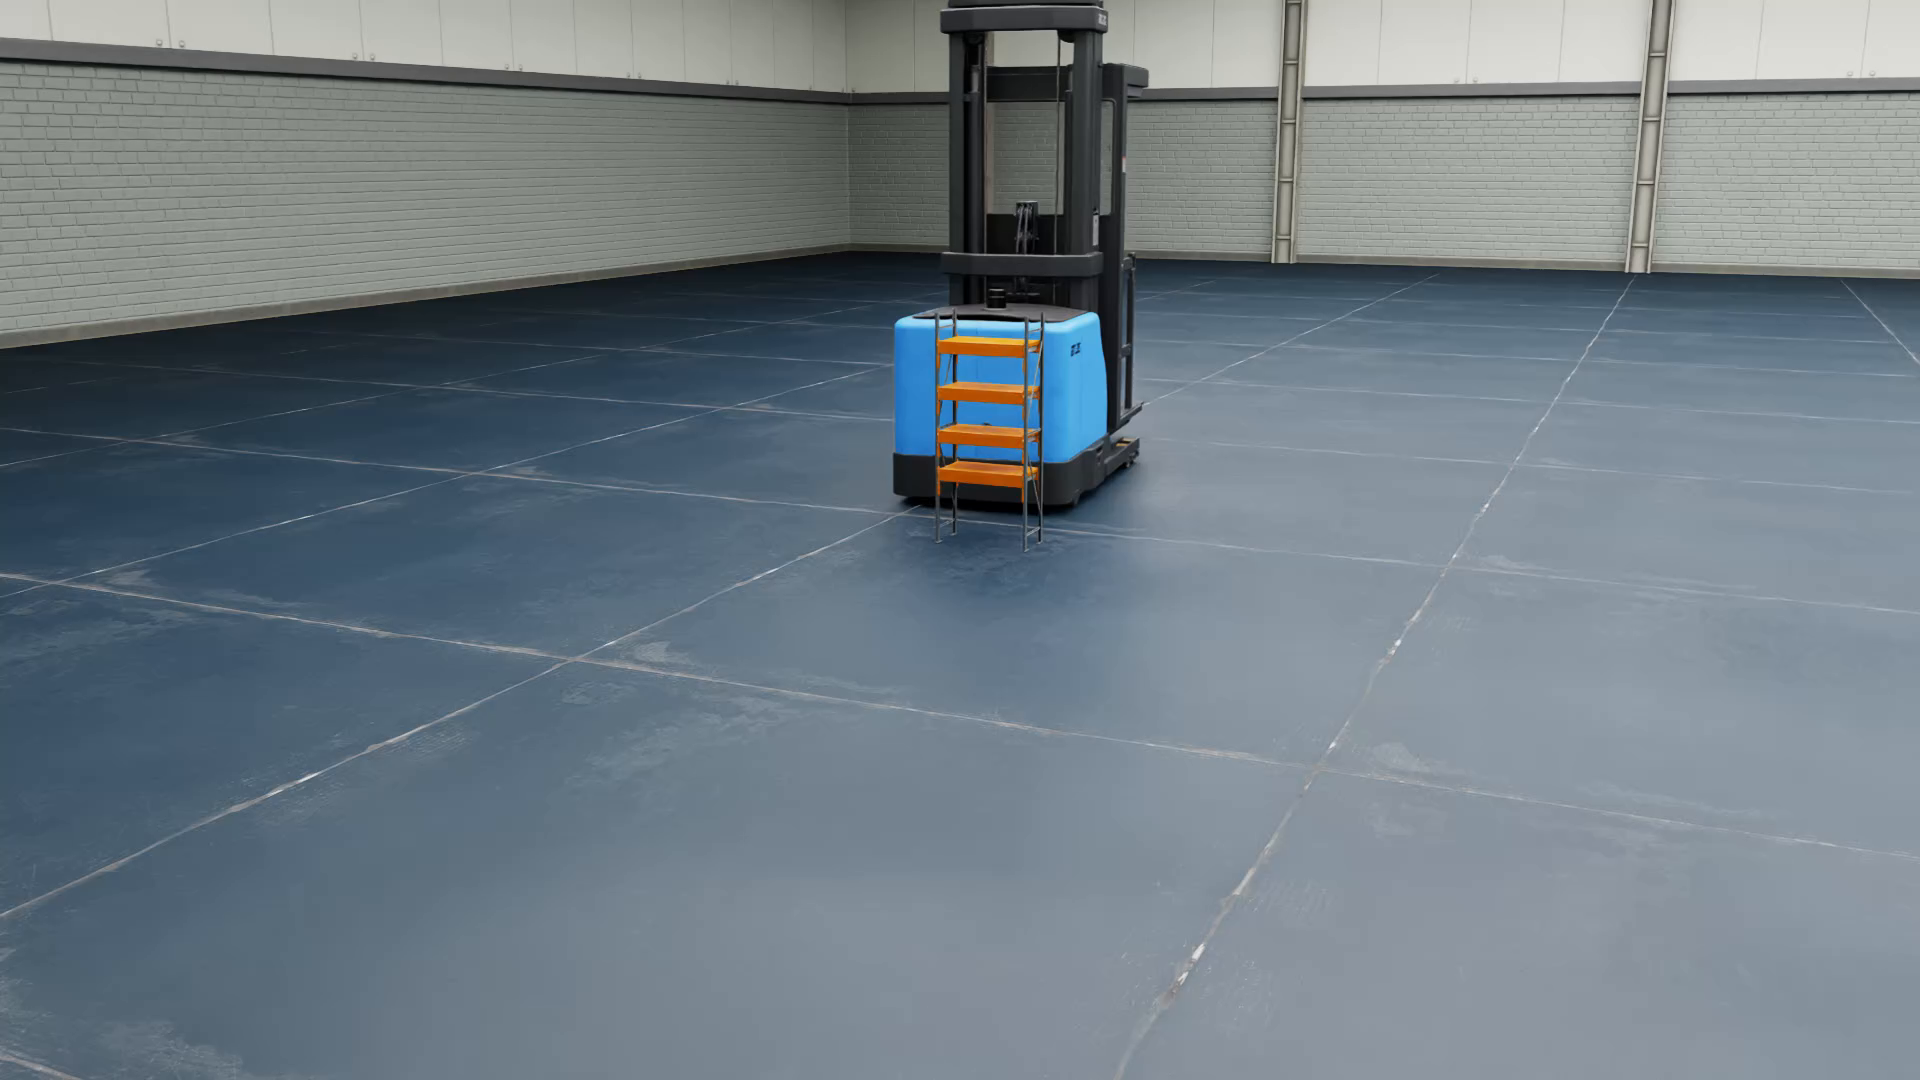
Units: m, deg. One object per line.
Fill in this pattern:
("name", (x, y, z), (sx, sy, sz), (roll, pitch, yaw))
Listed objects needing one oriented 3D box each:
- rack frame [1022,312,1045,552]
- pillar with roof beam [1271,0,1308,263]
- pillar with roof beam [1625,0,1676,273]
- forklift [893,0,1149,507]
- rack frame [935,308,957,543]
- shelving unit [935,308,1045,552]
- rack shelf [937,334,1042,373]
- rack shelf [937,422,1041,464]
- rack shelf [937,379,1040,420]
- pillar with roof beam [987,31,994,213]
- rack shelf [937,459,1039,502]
("rack frame", (0.374, -0.546, 8.456), (0.015, 1.200, 0.240), (6, 14, 23))
("pillar with roof beam", (4.156, -8.537, 25.438), (0.400, 9.000, 9.100), (6, 14, 23))
("pillar with roof beam", (9.642, -7.982, 23.072), (0.400, 9.000, 9.100), (6, 14, 23))
("forklift", (0.546, -1.909, 10.476), (1.130, 2.935, 3.031), (4, 14, 17))
("rack frame", (-0.072, -0.591, 8.649), (0.015, 1.200, 0.240), (6, 14, 23))
("shelving unit", (0.151, -0.569, 8.552), (0.503, 1.200, 0.258), (6, 14, 23))
("rack shelf", (0.151, -0.951, 8.463), (0.480, 0.148, 0.258), (6, 14, 23))
("rack shelf", (0.151, -0.503, 8.568), (0.480, 0.148, 0.258), (6, 14, 23))
("rack shelf", (0.151, -0.721, 8.517), (0.480, 0.148, 0.258), (6, 14, 23))
("pillar with roof beam", (-1.330, -9.092, 27.804), (0.400, 9.000, 9.100), (6, 14, 23))
("rack shelf", (0.151, -0.310, 8.613), (0.480, 0.148, 0.258), (6, 14, 23))
